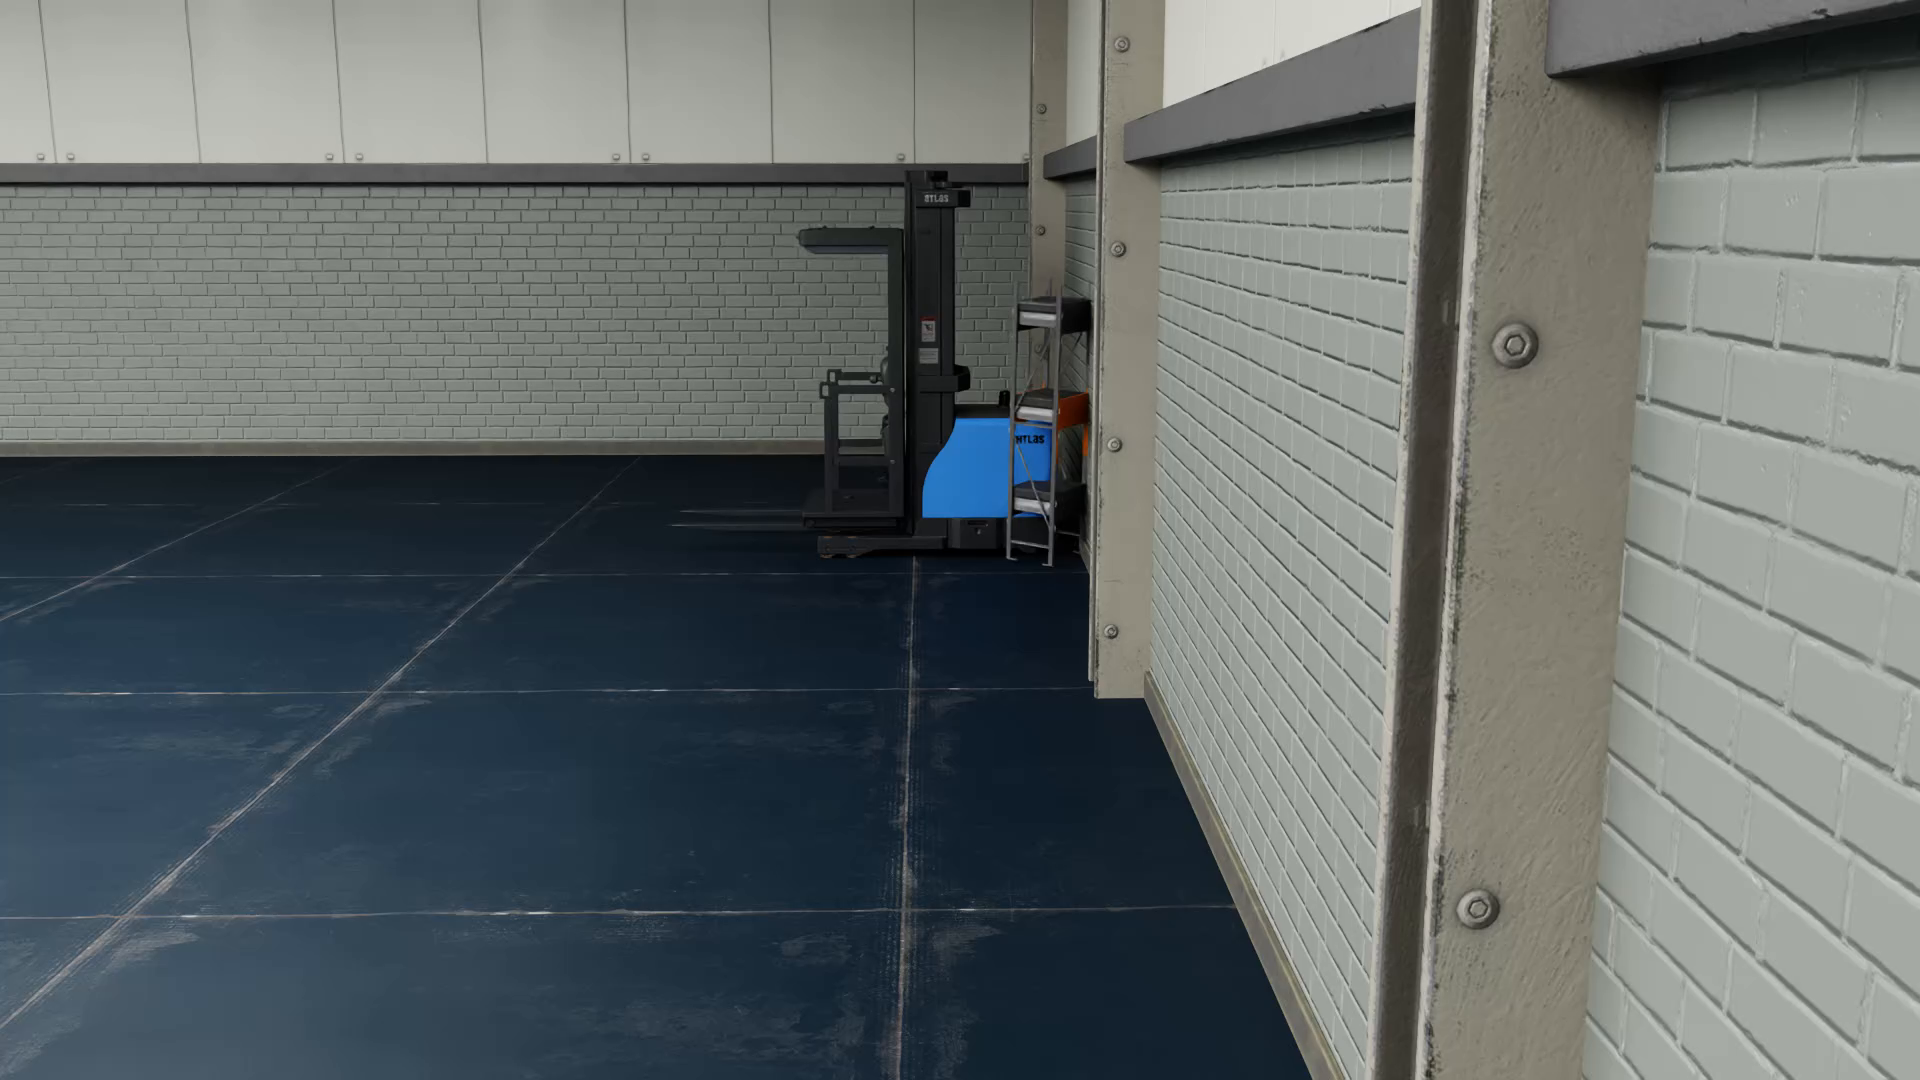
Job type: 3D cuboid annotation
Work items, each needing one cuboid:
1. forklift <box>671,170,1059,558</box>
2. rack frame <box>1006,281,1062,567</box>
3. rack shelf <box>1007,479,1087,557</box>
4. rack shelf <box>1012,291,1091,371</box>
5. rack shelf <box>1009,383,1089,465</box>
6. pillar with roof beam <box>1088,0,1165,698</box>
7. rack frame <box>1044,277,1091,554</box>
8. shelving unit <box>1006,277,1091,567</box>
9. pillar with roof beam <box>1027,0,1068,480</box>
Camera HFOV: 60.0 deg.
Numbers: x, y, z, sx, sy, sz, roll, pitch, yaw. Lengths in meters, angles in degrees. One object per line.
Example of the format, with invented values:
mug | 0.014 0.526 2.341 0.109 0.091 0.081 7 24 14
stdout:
forklift | -0.754 -1.404 13.108 3.031 2.935 1.130 0 11 -1
rack frame | 0.547 -0.848 12.342 0.400 2.100 0.015 10 16 31
rack shelf | 0.664 -0.202 12.712 0.431 0.518 0.480 10 16 31
rack shelf | 0.692 -1.561 12.378 0.431 0.518 0.480 10 16 31
rack shelf | 0.678 -0.881 12.545 0.431 0.518 0.480 10 16 31
pillar with roof beam | -3.403 -3.554 8.446 9.100 9.000 0.400 0 11 -1
rack frame | 0.810 -0.941 12.742 0.400 2.100 0.015 10 16 31
shelving unit | 0.678 -0.895 12.542 0.431 2.100 0.503 10 16 31
pillar with roof beam | -3.527 -4.747 14.325 9.100 9.000 0.400 0 11 -1
